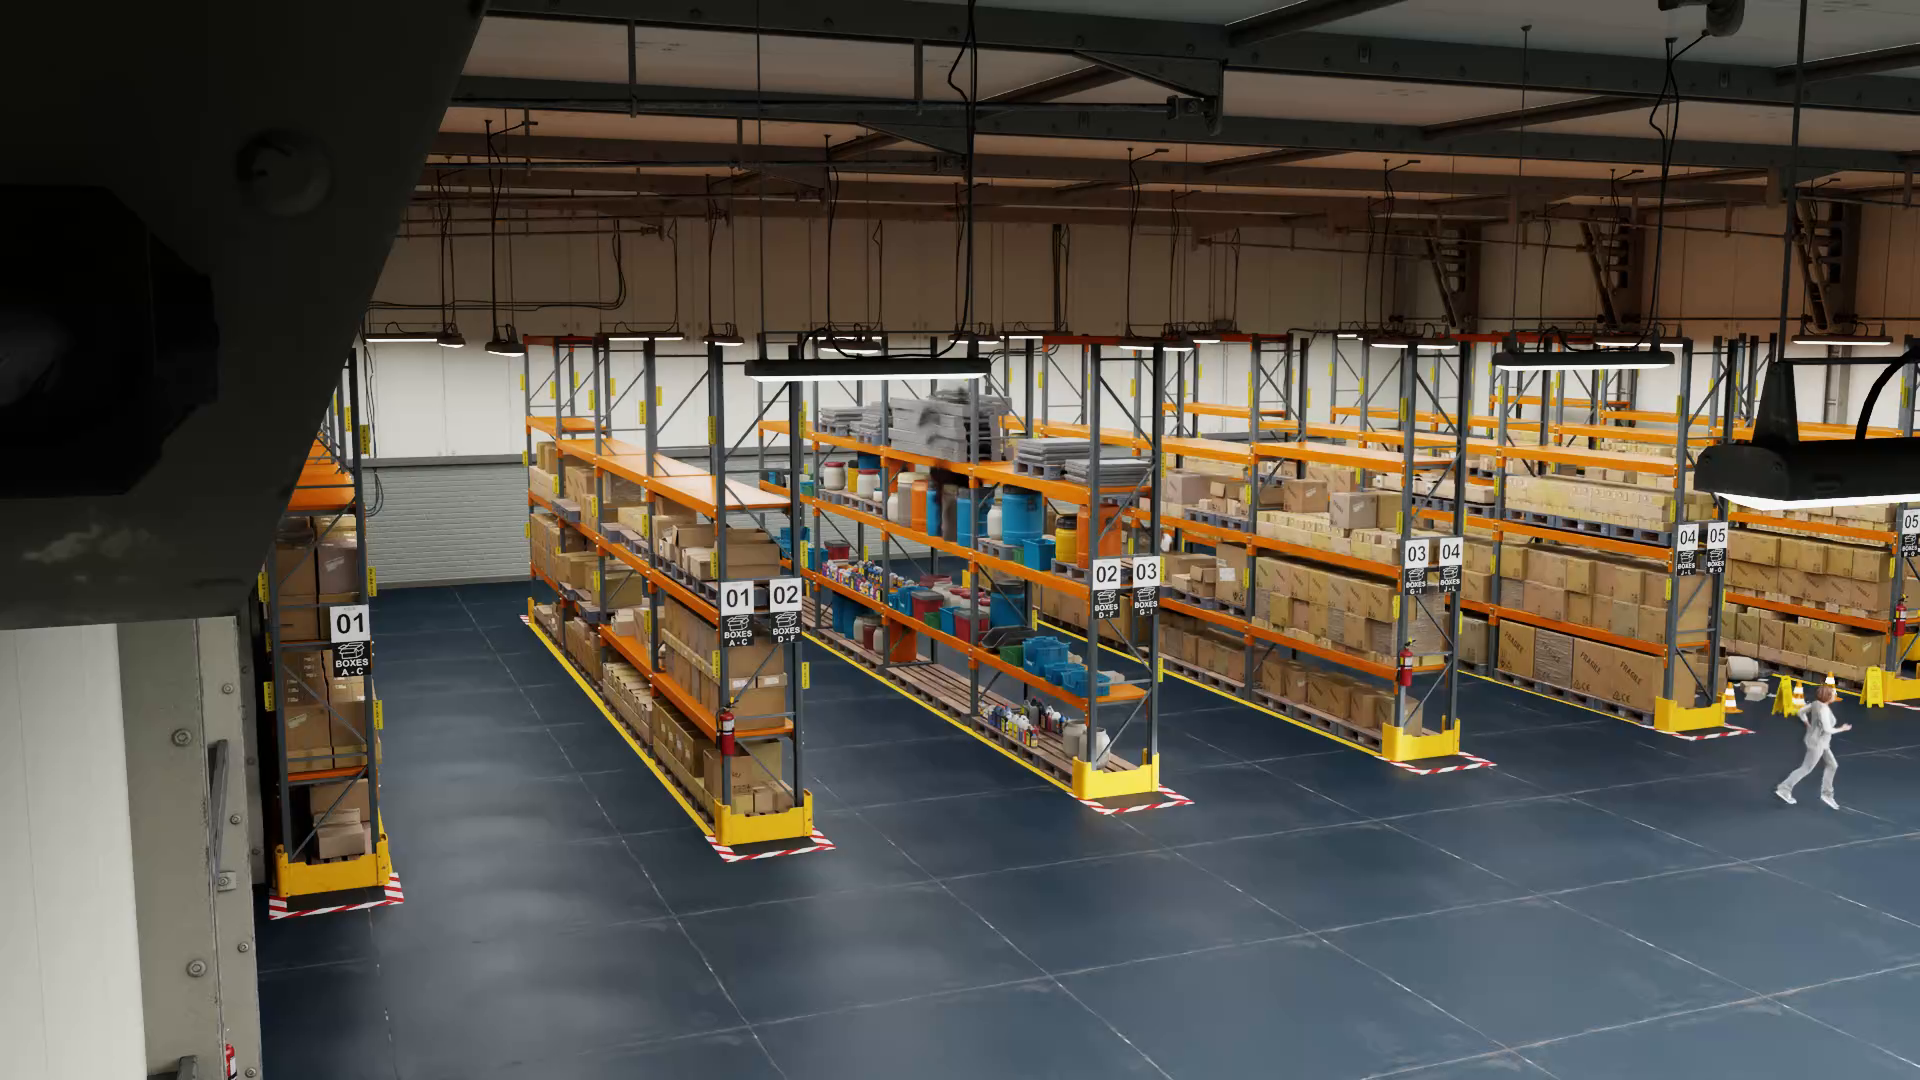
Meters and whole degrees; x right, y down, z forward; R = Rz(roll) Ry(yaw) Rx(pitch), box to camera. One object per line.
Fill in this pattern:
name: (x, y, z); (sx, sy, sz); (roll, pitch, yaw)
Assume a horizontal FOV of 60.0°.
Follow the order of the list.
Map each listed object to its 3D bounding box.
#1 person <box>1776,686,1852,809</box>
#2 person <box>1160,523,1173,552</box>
person: (11.068, 2.685, 21.562); (0.839, 1.632, 0.547); (2, 8, 18)
person: (4.572, 0.468, 37.640); (0.725, 1.714, 0.718); (-2, 8, -16)
